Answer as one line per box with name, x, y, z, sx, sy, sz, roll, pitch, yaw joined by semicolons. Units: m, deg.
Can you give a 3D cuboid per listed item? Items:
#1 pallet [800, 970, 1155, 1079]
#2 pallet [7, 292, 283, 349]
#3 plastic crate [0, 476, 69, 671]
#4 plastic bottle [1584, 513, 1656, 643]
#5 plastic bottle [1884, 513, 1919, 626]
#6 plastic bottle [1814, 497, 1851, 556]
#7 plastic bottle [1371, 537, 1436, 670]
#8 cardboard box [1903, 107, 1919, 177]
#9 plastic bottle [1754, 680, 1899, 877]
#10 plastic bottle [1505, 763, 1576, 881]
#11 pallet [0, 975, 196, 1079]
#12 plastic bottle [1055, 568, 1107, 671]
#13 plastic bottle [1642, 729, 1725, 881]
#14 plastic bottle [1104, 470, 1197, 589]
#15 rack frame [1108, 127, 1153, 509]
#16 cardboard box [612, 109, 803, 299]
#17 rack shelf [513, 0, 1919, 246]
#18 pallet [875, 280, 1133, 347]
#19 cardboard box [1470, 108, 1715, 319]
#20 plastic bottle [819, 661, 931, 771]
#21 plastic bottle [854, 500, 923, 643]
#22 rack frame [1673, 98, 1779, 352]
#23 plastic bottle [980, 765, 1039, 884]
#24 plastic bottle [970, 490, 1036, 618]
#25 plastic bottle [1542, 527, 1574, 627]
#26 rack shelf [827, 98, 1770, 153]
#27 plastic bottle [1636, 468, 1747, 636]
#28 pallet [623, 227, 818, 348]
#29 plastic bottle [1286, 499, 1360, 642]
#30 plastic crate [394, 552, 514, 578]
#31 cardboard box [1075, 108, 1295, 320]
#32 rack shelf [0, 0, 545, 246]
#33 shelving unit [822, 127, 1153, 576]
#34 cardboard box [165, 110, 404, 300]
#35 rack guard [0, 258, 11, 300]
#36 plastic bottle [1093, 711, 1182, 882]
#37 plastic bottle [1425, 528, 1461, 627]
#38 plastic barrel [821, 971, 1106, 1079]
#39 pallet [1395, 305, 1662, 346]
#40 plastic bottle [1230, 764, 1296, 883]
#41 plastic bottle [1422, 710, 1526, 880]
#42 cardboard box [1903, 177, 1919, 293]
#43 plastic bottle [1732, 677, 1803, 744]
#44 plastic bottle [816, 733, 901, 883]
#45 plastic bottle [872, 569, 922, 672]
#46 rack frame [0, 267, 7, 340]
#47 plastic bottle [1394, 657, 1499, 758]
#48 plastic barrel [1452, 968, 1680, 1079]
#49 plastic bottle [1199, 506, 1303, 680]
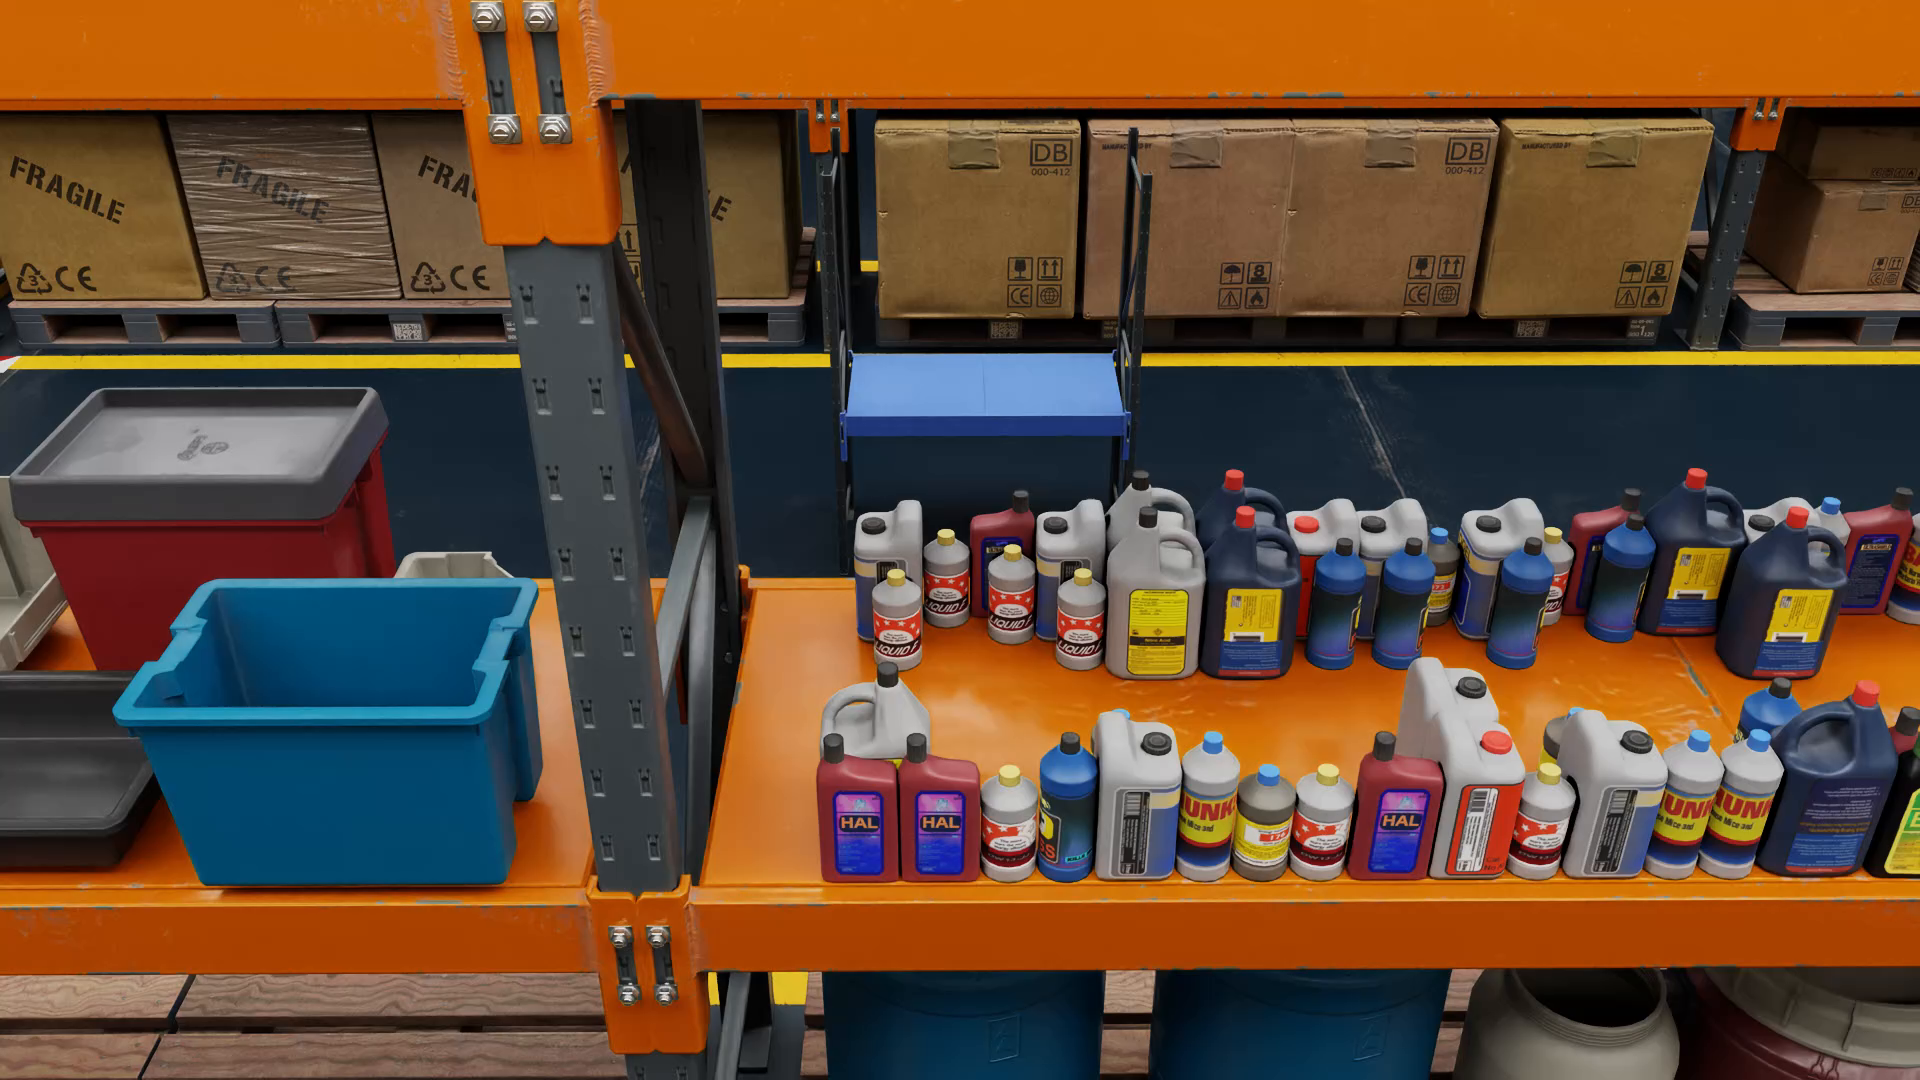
pallet;0.236;1.382;3.768;1.213;0.211;1.003;0;31;0
pallet;-3.767;-1.236;8.084;1.213;0.211;1.003;0;31;0
plastic crate;-2.064;0.105;3.241;0.530;0.282;0.437;0;31;0
plastic bottle;1.342;0.070;3.367;0.097;0.271;0.097;0;31;0
plastic bottle;1.989;0.036;3.422;0.097;0.271;0.097;0;31;0
plastic bottle;1.758;0.037;3.421;0.097;0.271;0.097;0;31;0
plastic bottle;0.879;0.119;3.287;0.097;0.271;0.097;0;31;0
cardboard box;4.634;-1.875;7.712;0.500;0.250;0.500;3;31;5
plastic bottle;1.441;0.386;2.770;0.185;0.351;0.144;0;31;0
plastic bottle;0.971;0.463;2.786;0.097;0.201;0.097;0;31;0
pallet;-2.494;1.391;3.754;1.213;0.211;1.003;0;31;0
plastic bottle;0.241;0.151;3.302;0.097;0.201;0.097;0;31;0
plastic bottle;1.203;0.433;2.769;0.097;0.271;0.097;0;31;0
plastic bottle;0.381;0.020;3.374;0.185;0.351;0.144;0;31;0
rack frame;0.594;-0.643;5.864;0.032;1.500;0.500;0;31;0
cardboard box;-1.227;-1.709;7.818;0.875;0.875;0.875;0;31;0
rack shelf;1.464;-0.810;2.495;4.000;0.370;1.077;0;31;0
pallet;0.205;-1.247;8.102;1.213;0.211;1.003;0;31;0
cardboard box;2.744;-1.690;7.788;0.875;0.875;1.225;-2;31;-3
plastic bottle;-0.142;0.359;2.814;0.185;0.351;0.144;0;31;0
plastic bottle;-0.144;0.055;3.387;0.135;0.276;0.152;0;31;0
rack frame;3.434;-2.411;7.331;0.127;3.000;1.000;0;31;0
plastic bottle;0.082;0.466;2.782;0.097;0.201;0.097;0;31;0
plastic bottle;0.087;0.028;3.425;0.133;0.283;0.061;0;31;0
plastic bottle;1.208;0.069;3.437;0.097;0.201;0.097;0;31;0
rack shelf;1.434;-2.097;7.508;4.000;0.370;1.077;0;31;0
plastic bottle;1.482;0.016;3.379;0.185;0.351;0.144;0;31;0
pallet;-1.327;-1.244;8.097;1.213;0.211;1.003;0;31;0
plastic bottle;0.726;0.053;3.391;0.135;0.276;0.152;0;31;0
plastic crate;-1.003;0.186;3.249;0.243;0.136;0.396;0;31;0
cardboard box;0.967;-1.685;7.779;0.875;0.875;1.225;-1;31;-2
rack shelf;-2.536;-0.798;2.474;4.000;0.370;1.077;0;31;0
shelving unit;0.085;-0.641;5.861;1.048;1.500;0.538;0;31;0
cardboard box;-3.017;-1.703;7.809;0.875;0.875;0.875;0;31;0
rack guard;-4.590;-1.317;7.938;0.348;0.500;1.175;0;31;0
plastic bottle;0.295;0.419;2.787;0.135;0.276;0.152;0;31;0
plastic bottle;0.976;0.069;3.435;0.097;0.201;0.097;0;31;0
plastic barrel;0.008;0.896;3.500;0.708;0.901;0.600;0;31;0
pallet;2.645;-1.255;8.115;1.213;0.211;1.003;0;31;0
plastic bottle;0.508;0.465;2.784;0.097;0.201;0.097;0;31;0
plastic bottle;0.855;0.417;2.790;0.135;0.276;0.152;0;31;0
cardboard box;4.658;-1.551;7.900;0.500;0.500;0.700;-3;31;-4
plastic bottle;1.397;0.357;2.894;0.097;0.271;0.097;0;31;0
plastic bottle;-0.167;0.441;2.744;0.133;0.283;0.061;0;31;0
plastic bottle;-0.125;0.152;3.300;0.097;0.201;0.097;0;31;0
rack frame;-4.566;-2.386;7.290;0.127;3.000;1.000;0;31;0
plastic bottle;0.854;0.339;2.920;0.135;0.276;0.152;0;31;0
plastic barrel;1.281;1.105;3.531;0.421;0.512;0.421;0;31;0
plastic bottle;0.567;0.094;3.251;0.185;0.351;0.144;0;31;0
